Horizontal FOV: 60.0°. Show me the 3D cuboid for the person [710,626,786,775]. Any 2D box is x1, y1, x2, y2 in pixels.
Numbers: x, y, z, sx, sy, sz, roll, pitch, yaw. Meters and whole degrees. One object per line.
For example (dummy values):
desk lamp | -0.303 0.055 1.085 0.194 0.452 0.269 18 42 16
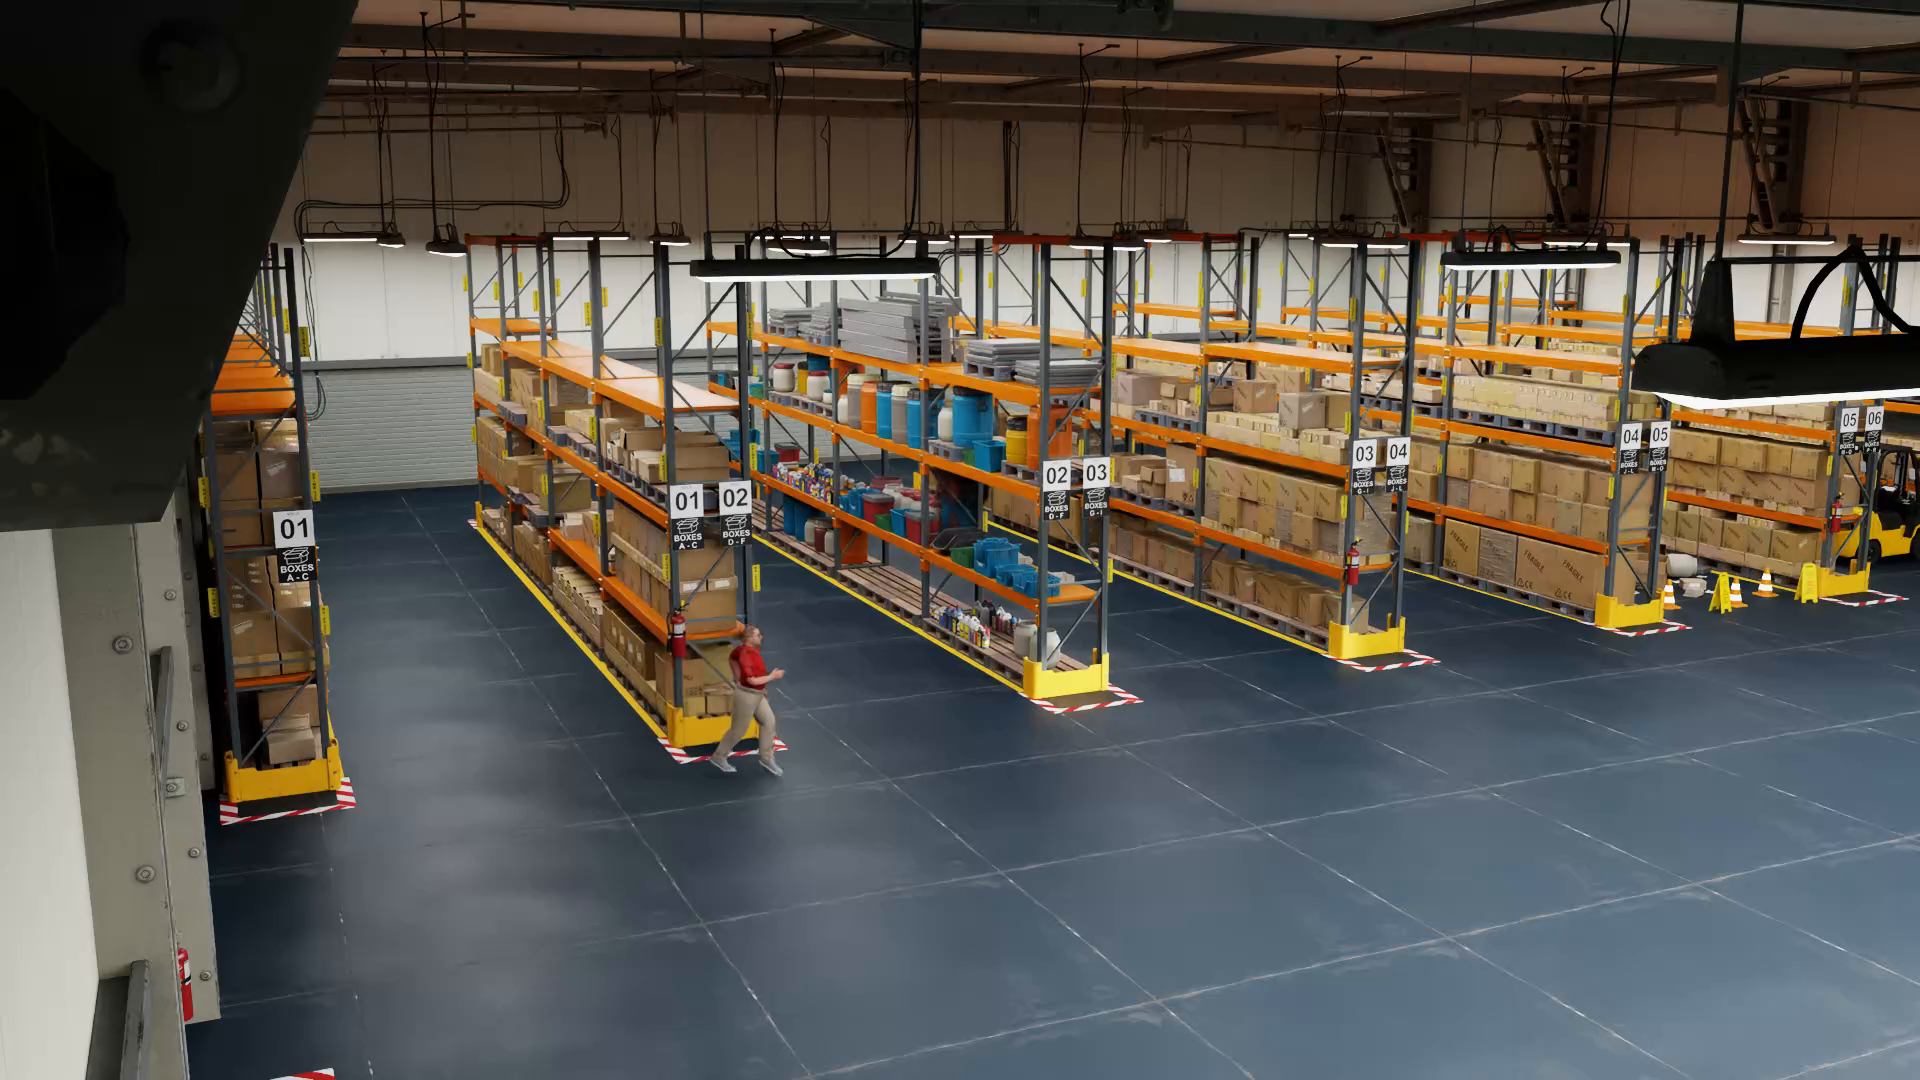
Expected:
person | -2.429 1.857 19.023 0.890 1.792 0.614 1 11 6
